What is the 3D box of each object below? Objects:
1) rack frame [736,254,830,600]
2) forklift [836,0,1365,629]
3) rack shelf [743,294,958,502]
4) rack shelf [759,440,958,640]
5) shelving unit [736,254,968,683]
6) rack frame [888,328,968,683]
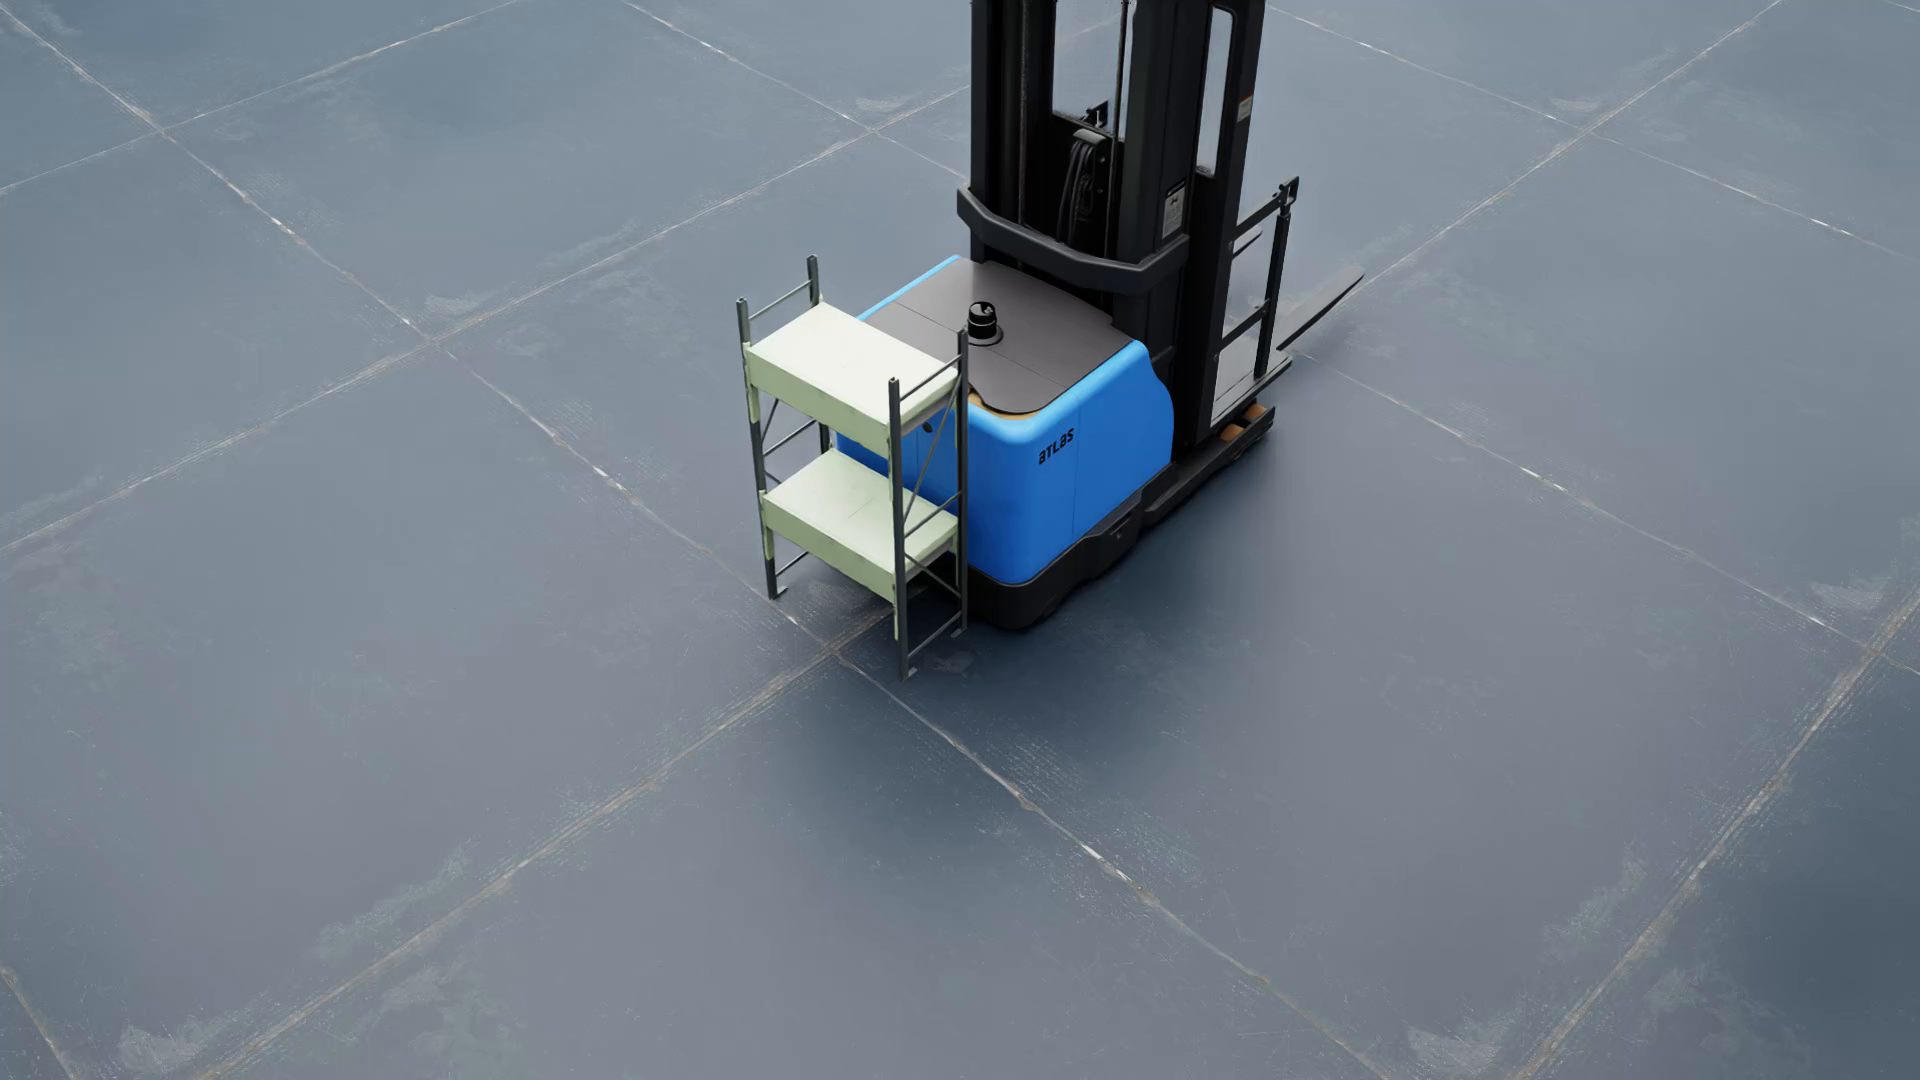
[{"bbox_3d":[-0.668,-0.407,6.586,0.023,1.500,0.400,30,50,28],"label":"rack frame"},{"bbox_3d":[0.811,-1.644,6.869,1.130,2.935,3.031,30,51,29],"label":"forklift"},{"bbox_3d":[-0.388,-0.534,6.148,0.720,0.370,0.431,30,50,28],"label":"rack shelf"},{"bbox_3d":[-0.388,-0.008,6.634,0.720,0.370,0.431,30,50,28],"label":"rack shelf"},{"bbox_3d":[-0.388,-0.248,6.413,0.755,1.500,0.431,30,50,28],"label":"shelving unit"},{"bbox_3d":[-0.107,-0.088,6.240,0.023,1.500,0.400,30,50,28],"label":"rack frame"}]
